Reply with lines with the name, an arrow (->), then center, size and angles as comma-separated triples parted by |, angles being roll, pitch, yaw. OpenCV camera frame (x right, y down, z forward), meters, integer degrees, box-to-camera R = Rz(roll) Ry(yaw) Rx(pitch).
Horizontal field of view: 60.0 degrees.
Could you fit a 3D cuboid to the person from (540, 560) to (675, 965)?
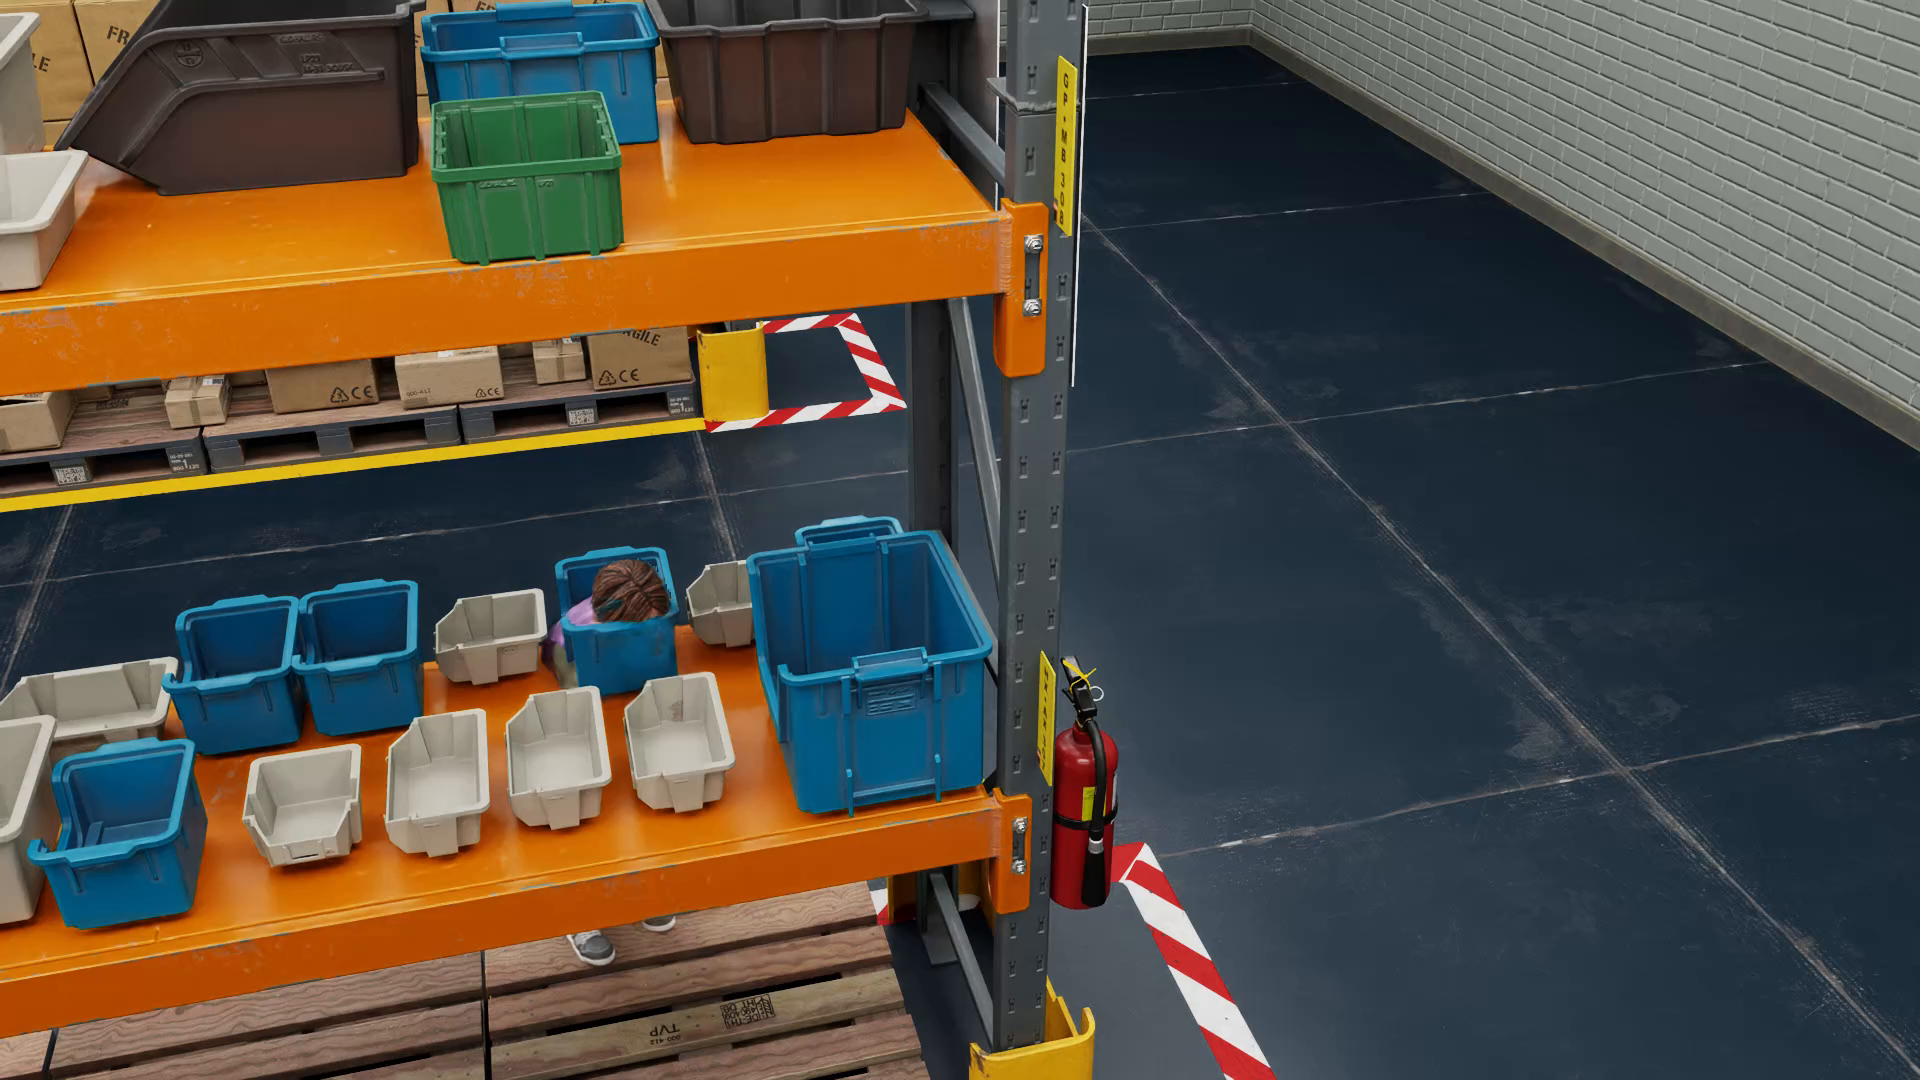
person -> -1.010, 0.632, 4.808 | 0.378, 1.460, 0.632 | -26, 39, -36
